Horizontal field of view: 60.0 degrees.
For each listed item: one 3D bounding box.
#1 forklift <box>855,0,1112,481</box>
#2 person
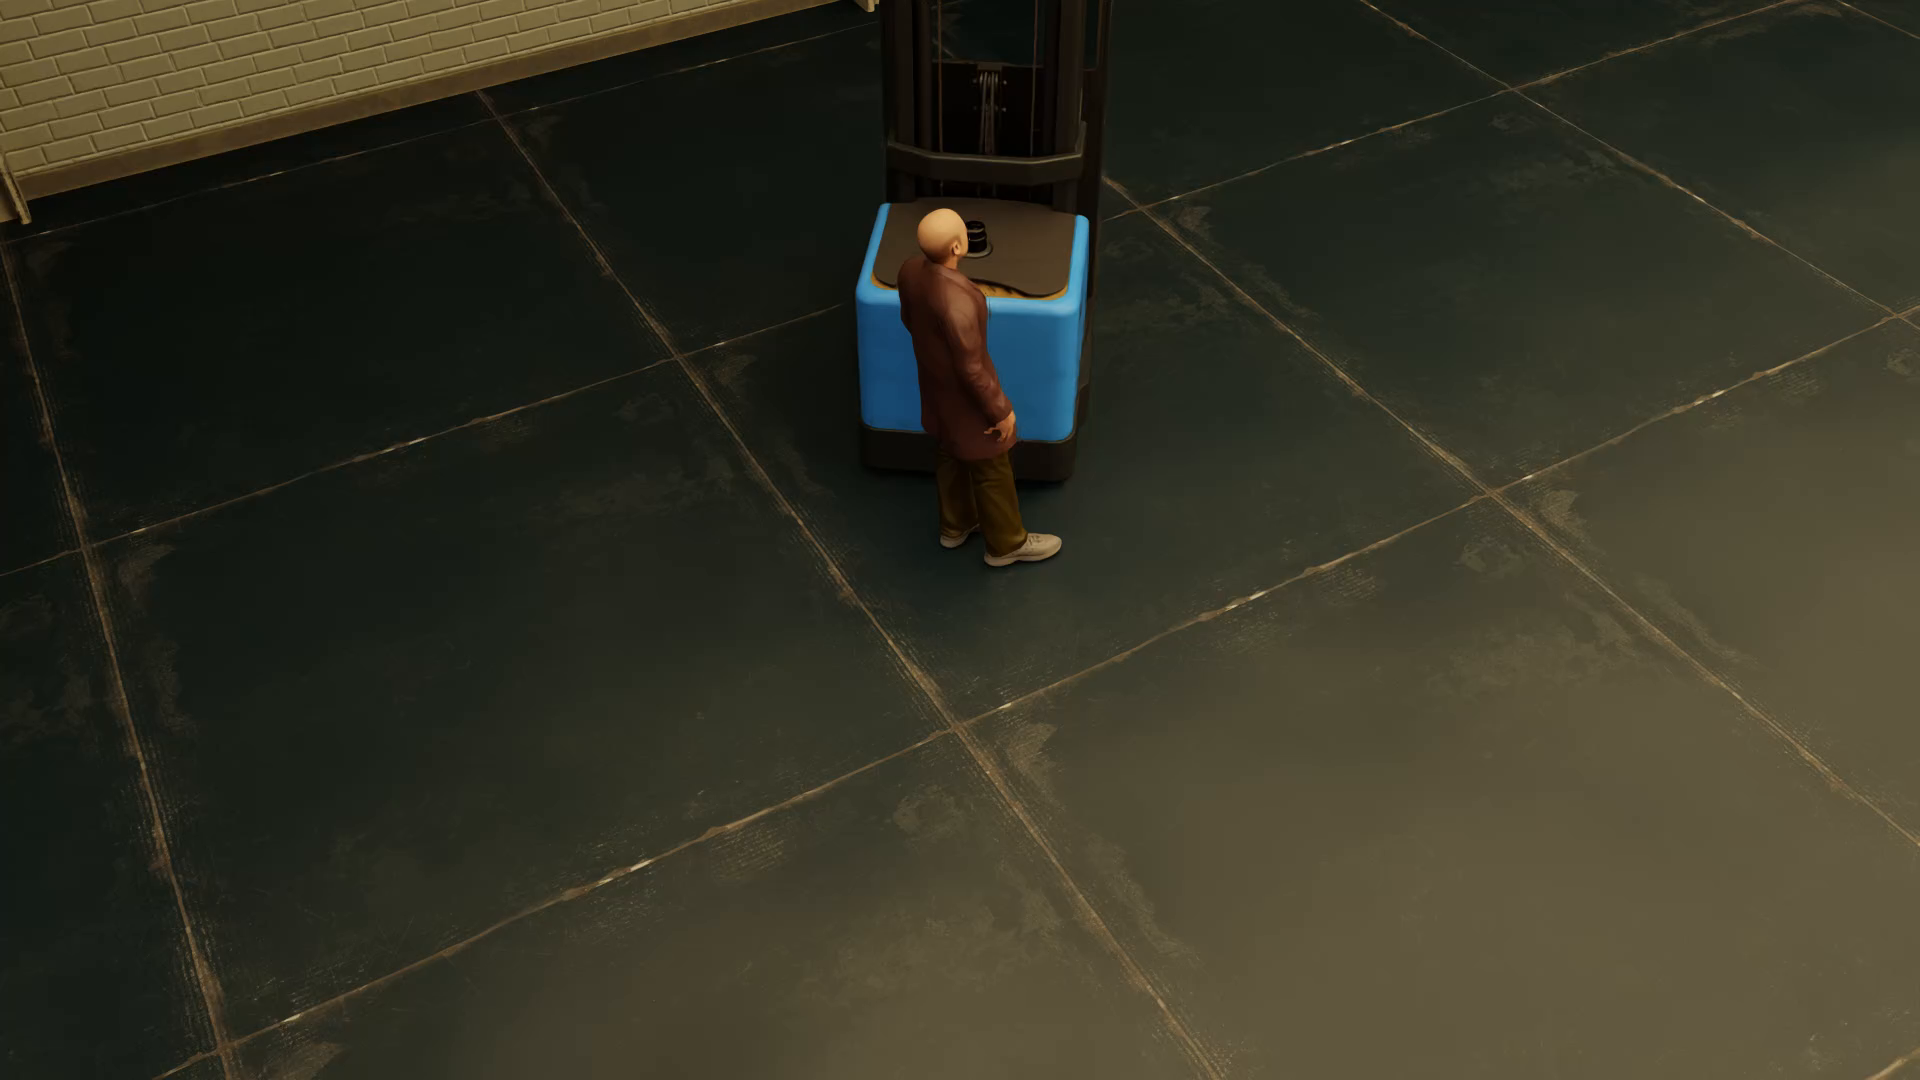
[{"bbox_3d":[0.195,-2.362,8.245,1.130,2.935,3.031,5,43,5],"label":"forklift"},{"bbox_3d":[0.081,-0.614,7.340,0.582,1.582,0.696,-21,47,-21],"label":"person"}]
